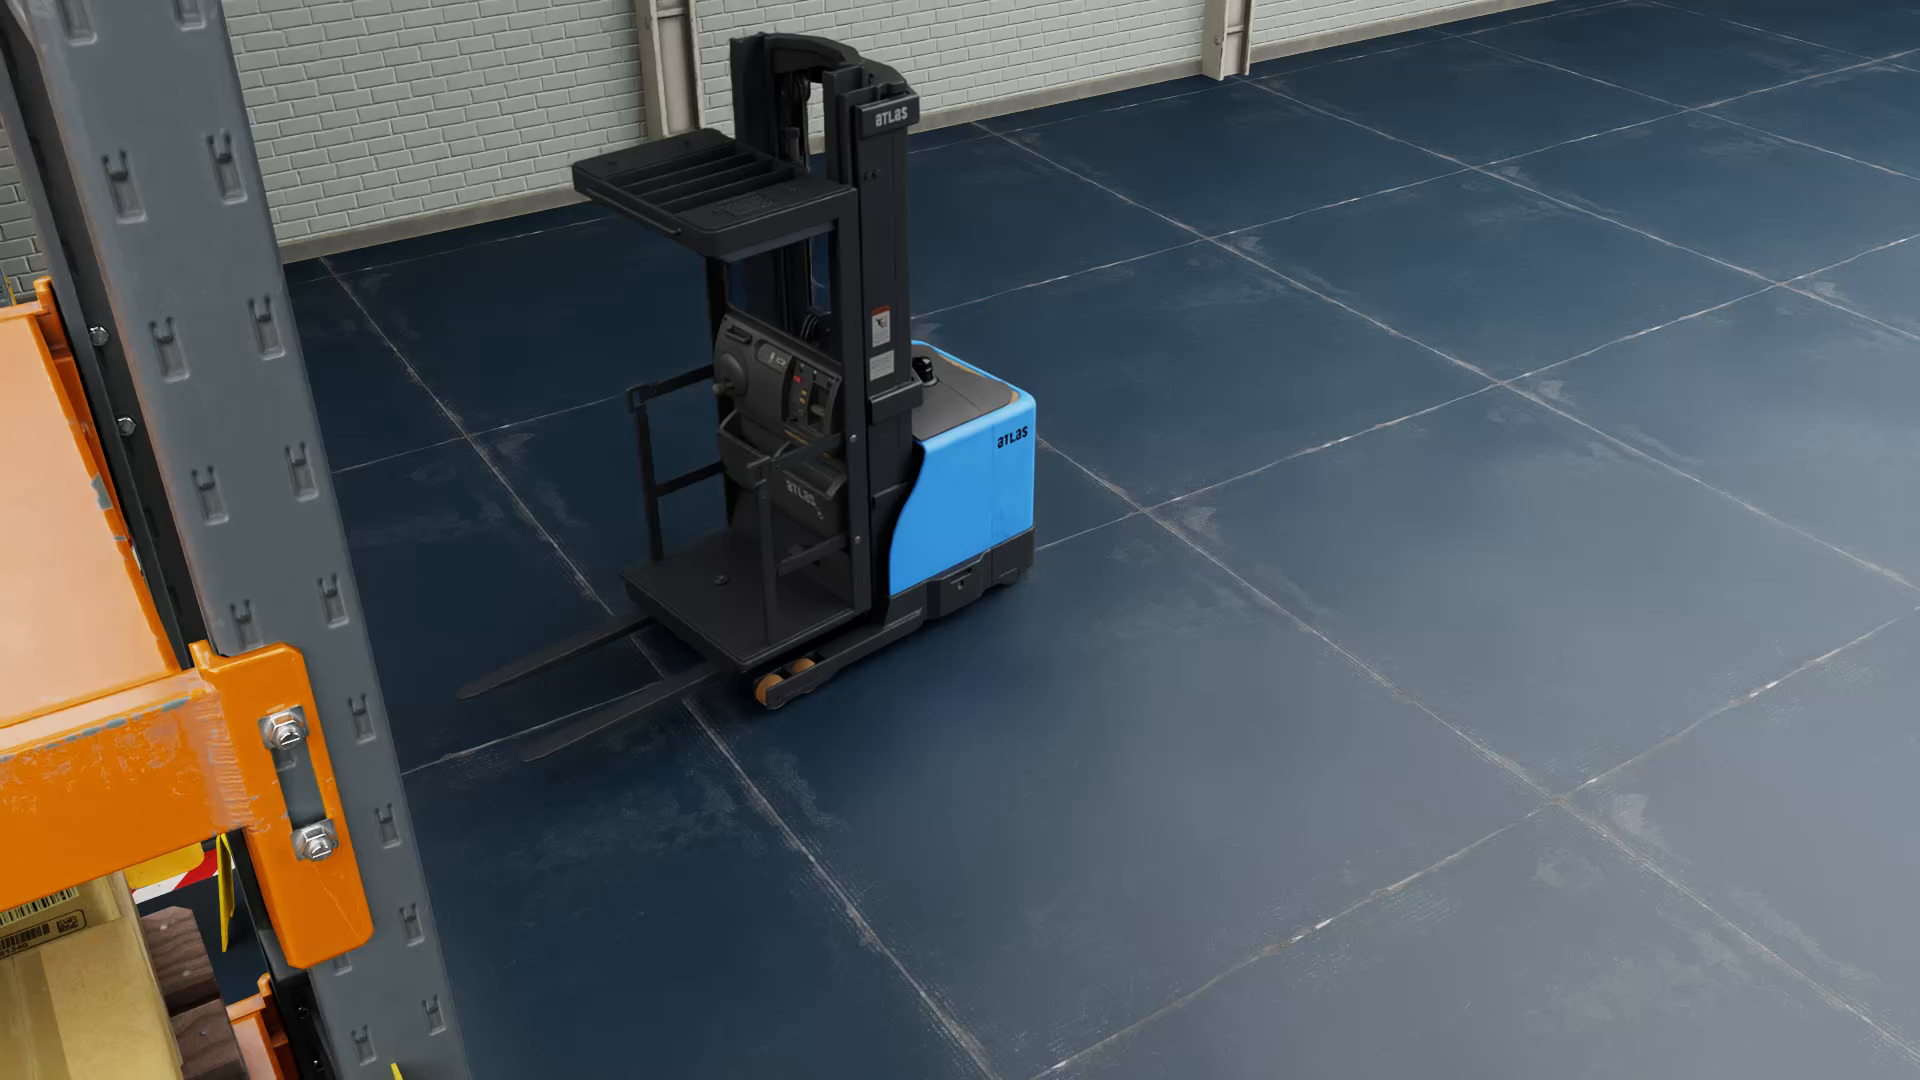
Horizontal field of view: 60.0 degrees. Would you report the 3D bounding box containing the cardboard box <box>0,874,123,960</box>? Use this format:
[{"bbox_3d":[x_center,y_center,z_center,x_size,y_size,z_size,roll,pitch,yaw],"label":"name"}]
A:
[{"bbox_3d":[-1.415,0.557,2.240,0.500,0.250,0.500,-19,37,-27],"label":"cardboard box"}]

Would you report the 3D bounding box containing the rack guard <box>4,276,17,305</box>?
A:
[{"bbox_3d":[-6.310,-1.281,10.934,0.348,0.500,1.175,-19,37,-27],"label":"rack guard"}]

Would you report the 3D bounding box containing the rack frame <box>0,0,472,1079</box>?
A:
[{"bbox_3d":[-0.870,-0.454,1.656,0.127,3.000,1.000,-19,37,-27],"label":"rack frame"}]

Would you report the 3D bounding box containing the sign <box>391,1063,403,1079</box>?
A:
[{"bbox_3d":[-0.588,0.721,1.849,0.005,0.325,0.100,-19,37,-27],"label":"sign"}]

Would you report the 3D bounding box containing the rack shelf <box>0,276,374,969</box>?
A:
[{"bbox_3d":[-2.551,0.598,1.038,4.000,0.370,1.077,-19,37,-27],"label":"rack shelf"}]

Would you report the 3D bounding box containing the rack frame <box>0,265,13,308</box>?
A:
[{"bbox_3d":[-3.637,-0.107,6.729,0.127,3.000,1.000,-19,37,-27],"label":"rack frame"}]

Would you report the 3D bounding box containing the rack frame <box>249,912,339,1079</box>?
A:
[{"bbox_3d":[-0.870,2.084,3.257,0.127,3.000,1.000,-19,37,-27],"label":"rack frame"}]

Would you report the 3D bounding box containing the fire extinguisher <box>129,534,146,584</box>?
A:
[{"bbox_3d":[-3.291,0.100,6.475,0.183,0.674,0.296,-19,37,-27],"label":"fire extinguisher"}]

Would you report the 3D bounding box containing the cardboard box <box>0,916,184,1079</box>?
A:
[{"bbox_3d":[-0.970,0.614,1.776,0.250,0.149,0.380,-19,37,-27],"label":"cardboard box"}]

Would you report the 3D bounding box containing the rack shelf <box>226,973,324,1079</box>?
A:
[{"bbox_3d":[-2.551,1.698,1.732,4.000,0.370,1.077,-19,37,-27],"label":"rack shelf"}]

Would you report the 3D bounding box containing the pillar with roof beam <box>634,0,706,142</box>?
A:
[{"bbox_3d":[-0.028,-4.876,8.666,0.400,9.000,9.100,-19,37,-27],"label":"pillar with roof beam"}]

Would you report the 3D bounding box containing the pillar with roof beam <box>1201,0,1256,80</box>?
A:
[{"bbox_3d":[5.015,-6.610,11.416,0.400,9.000,9.100,-19,37,-27],"label":"pillar with roof beam"}]

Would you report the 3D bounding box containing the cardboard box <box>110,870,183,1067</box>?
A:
[{"bbox_3d":[-1.332,0.657,2.456,0.250,0.149,0.380,-19,37,-27],"label":"cardboard box"}]

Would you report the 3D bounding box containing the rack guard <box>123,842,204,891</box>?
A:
[{"bbox_3d":[-3.701,0.972,7.361,0.348,0.500,1.175,-19,37,-27],"label":"rack guard"}]

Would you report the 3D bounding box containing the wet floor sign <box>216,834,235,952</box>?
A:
[{"bbox_3d":[-2.898,1.314,6.684,0.232,0.644,0.267,-7,33,-11],"label":"wet floor sign"}]

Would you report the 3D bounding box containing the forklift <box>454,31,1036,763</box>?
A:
[{"bbox_3d":[-1.027,-0.734,7.788,3.031,2.935,1.130,-26,40,-34],"label":"forklift"}]

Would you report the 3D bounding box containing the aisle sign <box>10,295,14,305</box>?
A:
[{"bbox_3d":[-3.428,-1.094,5.858,0.004,0.787,0.394,-19,37,-27],"label":"aisle sign"}]

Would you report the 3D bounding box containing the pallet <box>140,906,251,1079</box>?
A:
[{"bbox_3d":[-1.488,1.072,2.133,1.213,0.211,1.003,-19,37,-27],"label":"pallet"}]

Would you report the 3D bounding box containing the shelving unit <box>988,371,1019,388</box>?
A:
[{"bbox_3d":[0.163,-0.466,9.267,0.210,0.900,0.258,-26,40,-34],"label":"shelving unit"}]

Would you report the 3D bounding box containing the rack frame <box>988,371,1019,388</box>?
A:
[{"bbox_3d":[0.239,-0.502,9.325,0.006,0.900,0.240,-26,40,-34],"label":"rack frame"}]
